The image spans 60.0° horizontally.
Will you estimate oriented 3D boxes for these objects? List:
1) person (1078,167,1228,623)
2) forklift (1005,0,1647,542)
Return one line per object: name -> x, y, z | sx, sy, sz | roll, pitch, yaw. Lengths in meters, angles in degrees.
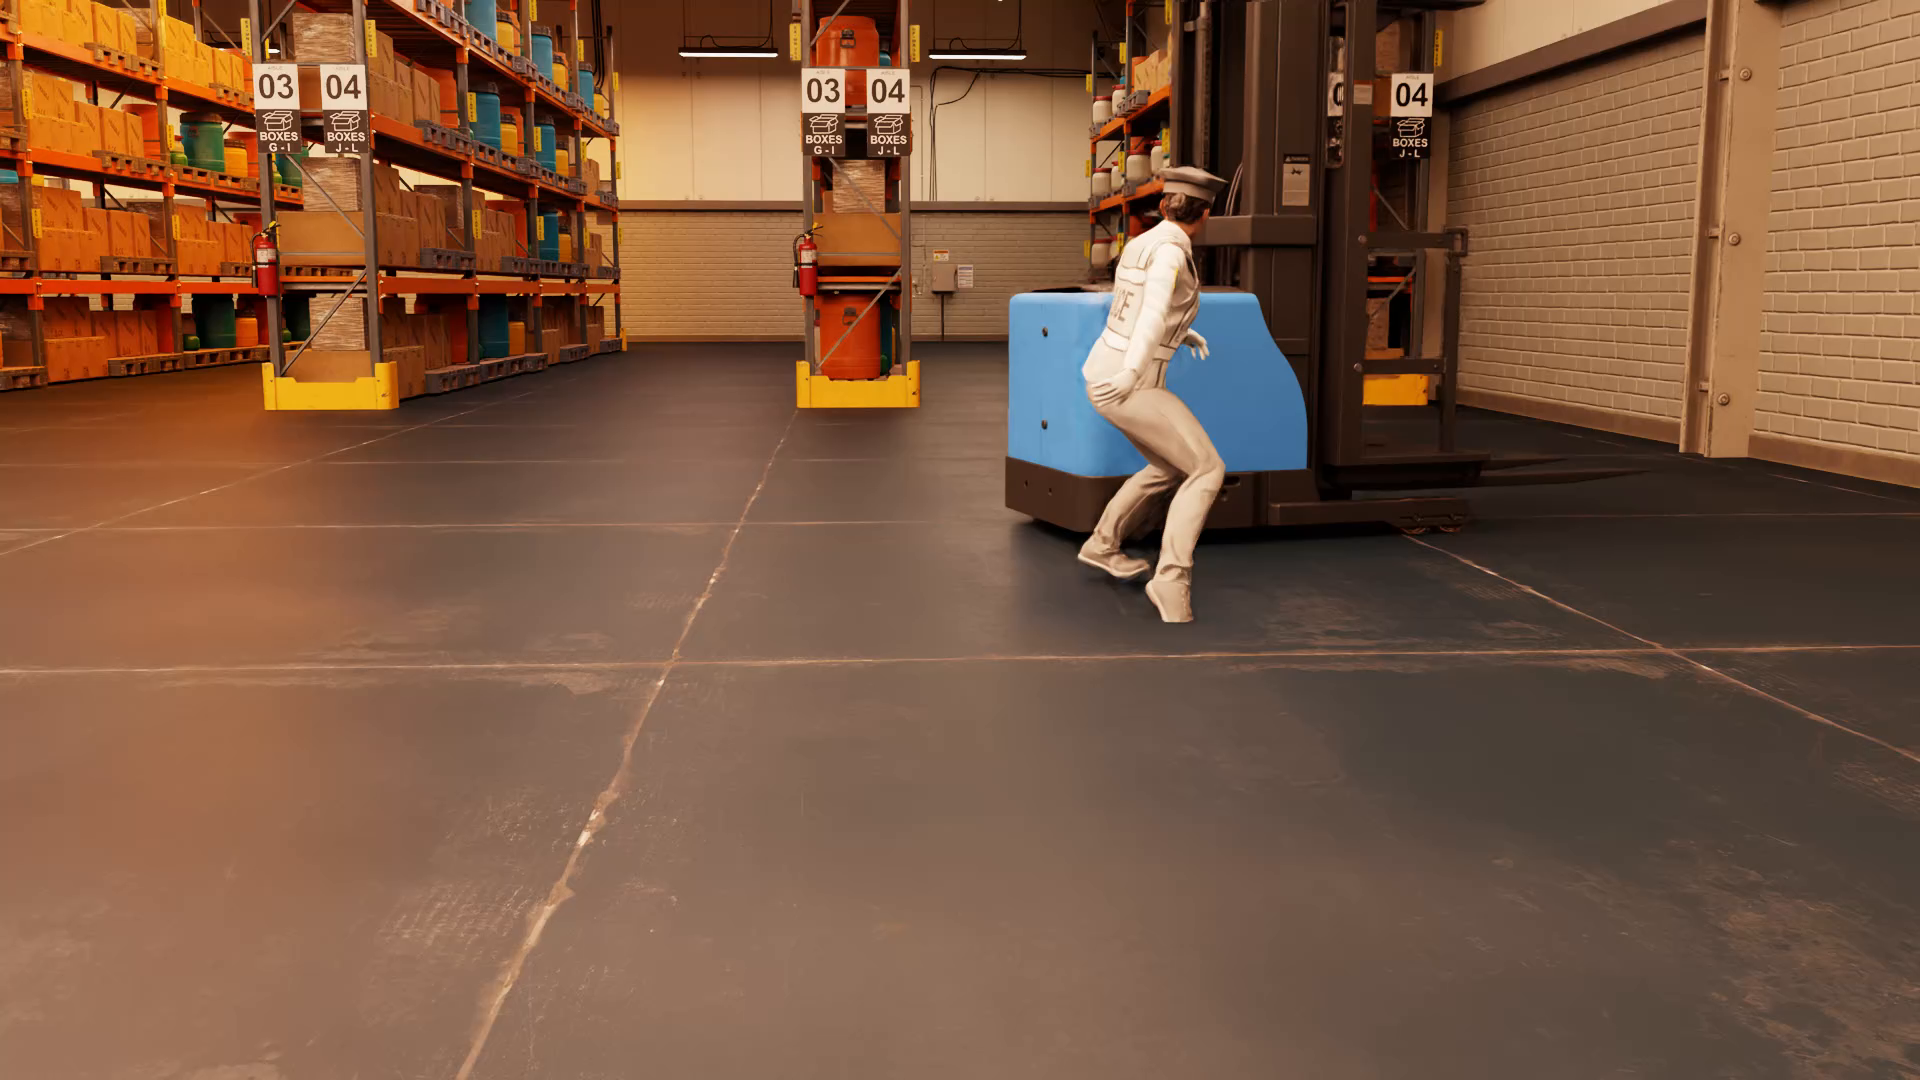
person -> 0.676, -0.483, 5.793 | 0.534, 1.606, 0.973 | 0, 8, -1
forklift -> 1.789, -1.544, 7.726 | 3.031, 2.935, 1.130 | -3, 9, -18
